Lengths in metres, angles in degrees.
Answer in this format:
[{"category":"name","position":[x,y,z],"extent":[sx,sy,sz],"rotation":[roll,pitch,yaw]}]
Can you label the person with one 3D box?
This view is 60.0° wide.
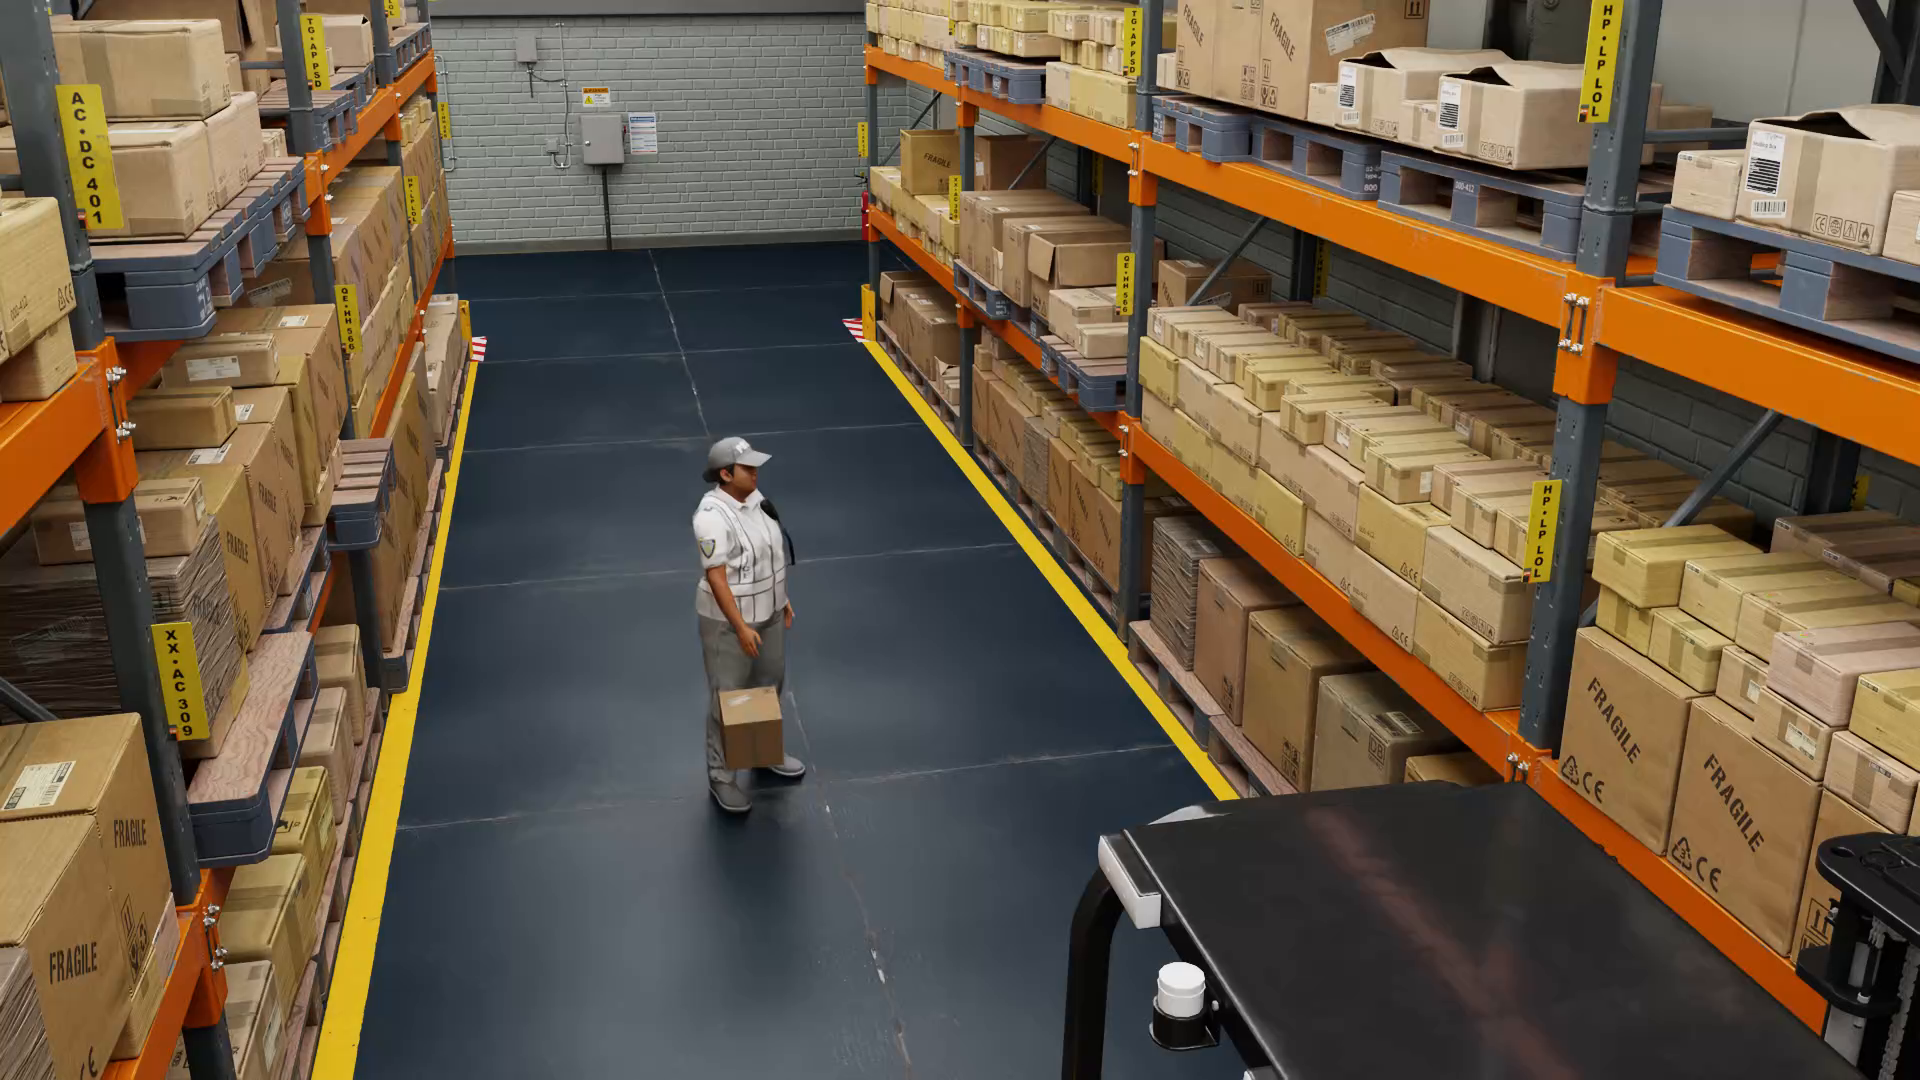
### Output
[{"category":"person","position":[-0.956,0.337,7.586],"extent":[0.391,1.672,0.632],"rotation":[3,20,9]}]
